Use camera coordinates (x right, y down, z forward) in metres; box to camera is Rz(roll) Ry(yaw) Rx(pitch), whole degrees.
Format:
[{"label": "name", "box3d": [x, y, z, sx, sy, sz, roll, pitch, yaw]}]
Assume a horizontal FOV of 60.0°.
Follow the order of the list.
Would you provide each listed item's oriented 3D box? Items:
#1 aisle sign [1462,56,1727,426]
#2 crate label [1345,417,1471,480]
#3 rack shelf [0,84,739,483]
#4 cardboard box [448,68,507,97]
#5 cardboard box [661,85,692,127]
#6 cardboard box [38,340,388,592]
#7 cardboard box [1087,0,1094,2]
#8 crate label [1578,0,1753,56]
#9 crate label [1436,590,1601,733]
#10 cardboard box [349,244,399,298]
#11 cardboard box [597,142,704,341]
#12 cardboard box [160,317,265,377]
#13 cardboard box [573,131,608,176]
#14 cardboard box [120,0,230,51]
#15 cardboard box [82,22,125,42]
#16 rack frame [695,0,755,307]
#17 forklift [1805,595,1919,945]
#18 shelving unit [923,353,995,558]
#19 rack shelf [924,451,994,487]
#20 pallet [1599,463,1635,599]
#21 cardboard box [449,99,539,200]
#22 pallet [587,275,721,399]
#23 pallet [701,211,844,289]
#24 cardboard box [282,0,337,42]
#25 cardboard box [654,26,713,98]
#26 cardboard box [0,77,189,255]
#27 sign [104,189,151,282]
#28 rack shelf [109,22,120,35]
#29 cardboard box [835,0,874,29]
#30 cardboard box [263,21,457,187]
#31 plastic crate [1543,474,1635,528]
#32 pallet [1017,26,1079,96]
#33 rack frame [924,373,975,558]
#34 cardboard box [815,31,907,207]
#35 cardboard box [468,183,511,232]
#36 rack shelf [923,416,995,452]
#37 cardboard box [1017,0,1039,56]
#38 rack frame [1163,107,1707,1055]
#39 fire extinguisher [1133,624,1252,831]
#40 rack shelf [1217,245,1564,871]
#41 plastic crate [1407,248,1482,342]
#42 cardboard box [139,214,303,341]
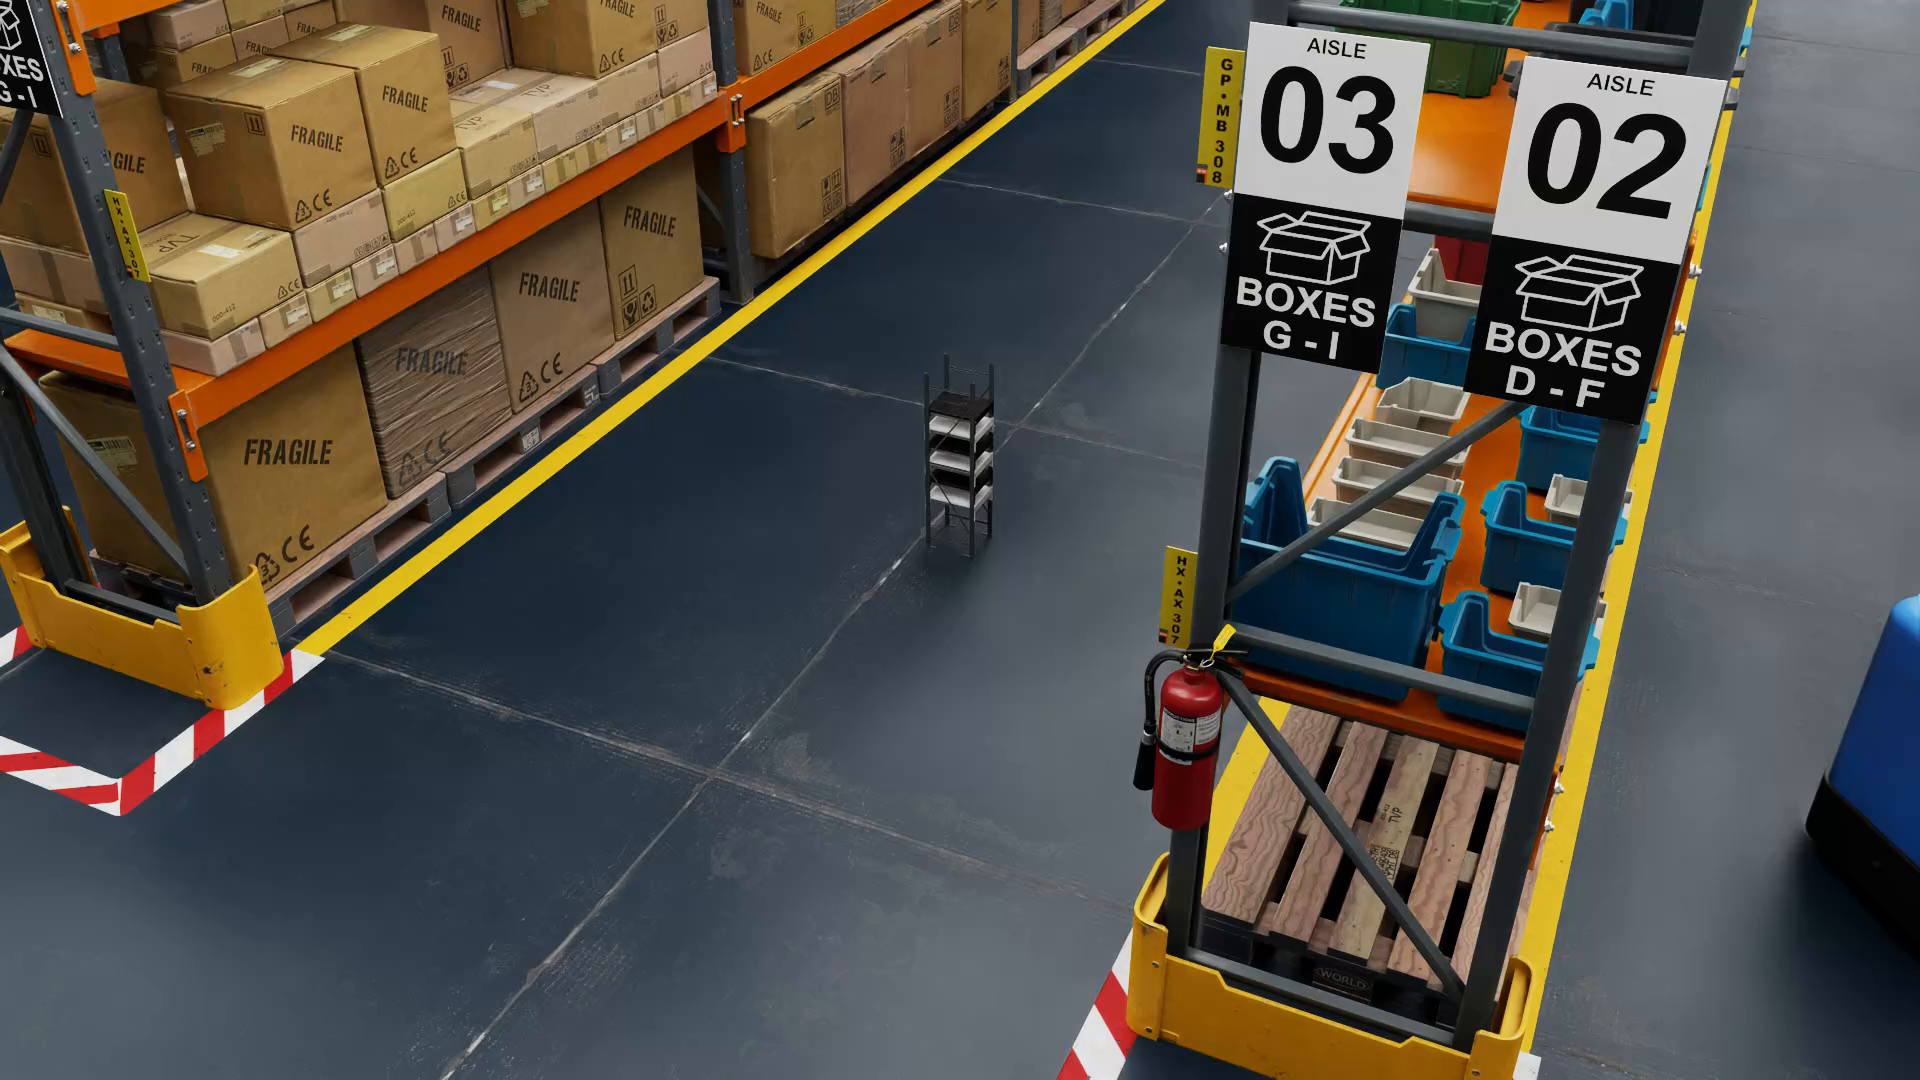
[{"label": "aisle sign", "box3d": [1.355, -0.633, 3.609, 0.394, 0.787, 0.004, 14, 36, 20]}, {"label": "crate label", "box3d": [1.521, -0.297, 5.654, 0.396, 0.136, 0.243, 14, 36, 20]}, {"label": "rack shelf", "box3d": [-2.546, -1.481, 7.929, 1.077, 0.370, 4.000, 14, 36, 20]}, {"label": "cardboard box", "box3d": [-2.568, -2.160, 8.174, 0.500, 0.250, 0.500, 15, 36, 22]}, {"label": "cardboard box", "box3d": [-1.647, -2.317, 8.778, 0.380, 0.149, 0.250, 15, 36, 21]}, {"label": "cardboard box", "box3d": [-3.188, -0.410, 7.194, 0.875, 0.875, 0.875, 14, 36, 20]}, {"label": "cardboard box", "box3d": [0.911, -5.088, 14.653, 0.700, 0.500, 0.500, 11, 35, 16]}, {"label": "crate label", "box3d": [1.795, -1.227, 4.286, 0.408, 0.251, 0.502, 14, 36, 20]}, {"label": "crate label", "box3d": [1.518, 0.348, 4.582, 0.416, 0.233, 0.303, 14, 36, 20]}, {"label": "cardboard box", "box3d": [-2.614, -1.168, 7.024, 0.380, 0.149, 0.250, 14, 36, 20]}, {"label": "cardboard box", "box3d": [-2.058, -1.755, 9.245, 0.875, 0.875, 0.875, 14, 36, 20]}, {"label": "cardboard box", "box3d": [-2.935, -0.782, 6.436, 0.380, 0.149, 0.250, 15, 36, 21]}, {"label": "cardboard box", "box3d": [-1.970, -1.933, 8.192, 0.380, 0.149, 0.250, 15, 36, 21]}, {"label": "cardboard box", "box3d": [-5.623, -3.717, 11.897, 0.500, 0.250, 0.500, 13, 35, 18]}, {"label": "cardboard box", "box3d": [-6.090, -3.839, 12.082, 0.500, 0.250, 0.500, 13, 36, 19]}, {"label": "rack frame", "box3d": [-1.709, -2.778, 9.251, 1.000, 3.000, 0.127, 14, 36, 20]}, {"label": "forklift", "box3d": [4.635, -0.091, 5.216, 3.031, 2.935, 1.130, -9, 34, -13]}, {"label": "shelving unit", "box3d": [-0.003, -0.372, 7.497, 0.258, 0.900, 0.210, 14, 36, 20]}, {"label": "rack shelf", "box3d": [-0.003, -0.344, 7.515, 0.258, 0.077, 0.200, 14, 36, 20]}, {"label": "pallet", "box3d": [2.517, -0.100, 7.711, 1.003, 0.211, 1.213, 14, 36, 20]}, {"label": "cardboard box", "box3d": [-2.298, -1.796, 7.618, 0.500, 0.250, 0.500, 13, 36, 20]}, {"label": "pallet", "box3d": [-2.099, -1.251, 9.466, 1.003, 0.211, 1.213, 14, 36, 20]}, {"label": "pallet", "box3d": [-1.455, -2.013, 10.628, 1.003, 0.211, 1.213, 14, 36, 20]}, {"label": "cardboard box", "box3d": [-5.195, -3.932, 12.907, 0.500, 0.500, 0.500, 15, 36, 21]}, {"label": "cardboard box", "box3d": [-1.656, -2.560, 8.783, 0.500, 0.250, 0.500, 14, 36, 20]}, {"label": "cardboard box", "box3d": [-3.418, -1.464, 6.429, 0.500, 0.500, 0.500, 15, 36, 21]}, {"label": "sign", "box3d": [-2.881, -1.051, 5.755, 0.100, 0.325, 0.005, 14, 36, 20]}, {"label": "rack shelf", "box3d": [-5.335, -4.661, 12.780, 1.077, 0.370, 4.000, 14, 36, 20]}, {"label": "cardboard box", "box3d": [-0.871, -3.491, 10.248, 0.500, 0.500, 0.500, 13, 36, 19]}, {"label": "cardboard box", "box3d": [-2.516, -1.847, 7.012, 0.500, 0.500, 0.500, 13, 35, 19]}, {"label": "plastic crate", "box3d": [2.011, -0.090, 5.338, 0.250, 0.136, 0.298, 14, 36, 20]}, {"label": "pallet", "box3d": [0.292, -3.993, 13.647, 1.003, 0.211, 1.213, 14, 36, 20]}, {"label": "rack frame", "box3d": [-0.046, -0.322, 7.420, 0.240, 0.900, 0.006, 14, 36, 20]}, {"label": "cardboard box", "box3d": [-1.087, -2.834, 10.891, 1.225, 0.875, 0.875, 13, 35, 19]}, {"label": "cardboard box", "box3d": [-2.292, -1.548, 7.605, 0.380, 0.149, 0.250, 13, 36, 19]}, {"label": "rack shelf", "box3d": [-0.003, -0.495, 7.417, 0.258, 0.077, 0.200, 14, 36, 20]}, {"label": "cardboard box", "box3d": [0.226, -4.247, 13.370, 0.700, 0.500, 0.500, 12, 35, 18]}, {"label": "rack frame", "box3d": [1.116, 0.350, 4.480, 1.000, 3.000, 0.127, 14, 36, 20]}, {"label": "fire extinguisher", "box3d": [0.640, 0.510, 4.648, 0.296, 0.674, 0.183, 14, 36, 20]}, {"label": "rack shelf", "box3d": [1.952, -0.345, 6.196, 1.077, 0.370, 4.000, 14, 36, 20]}, {"label": "plastic crate", "box3d": [1.983, -0.899, 6.439, 0.437, 0.282, 0.530, 14, 36, 20]}, {"label": "cardboard box", "box3d": [-2.937, -1.025, 6.443, 0.500, 0.250, 0.500, 13, 36, 19]}]
